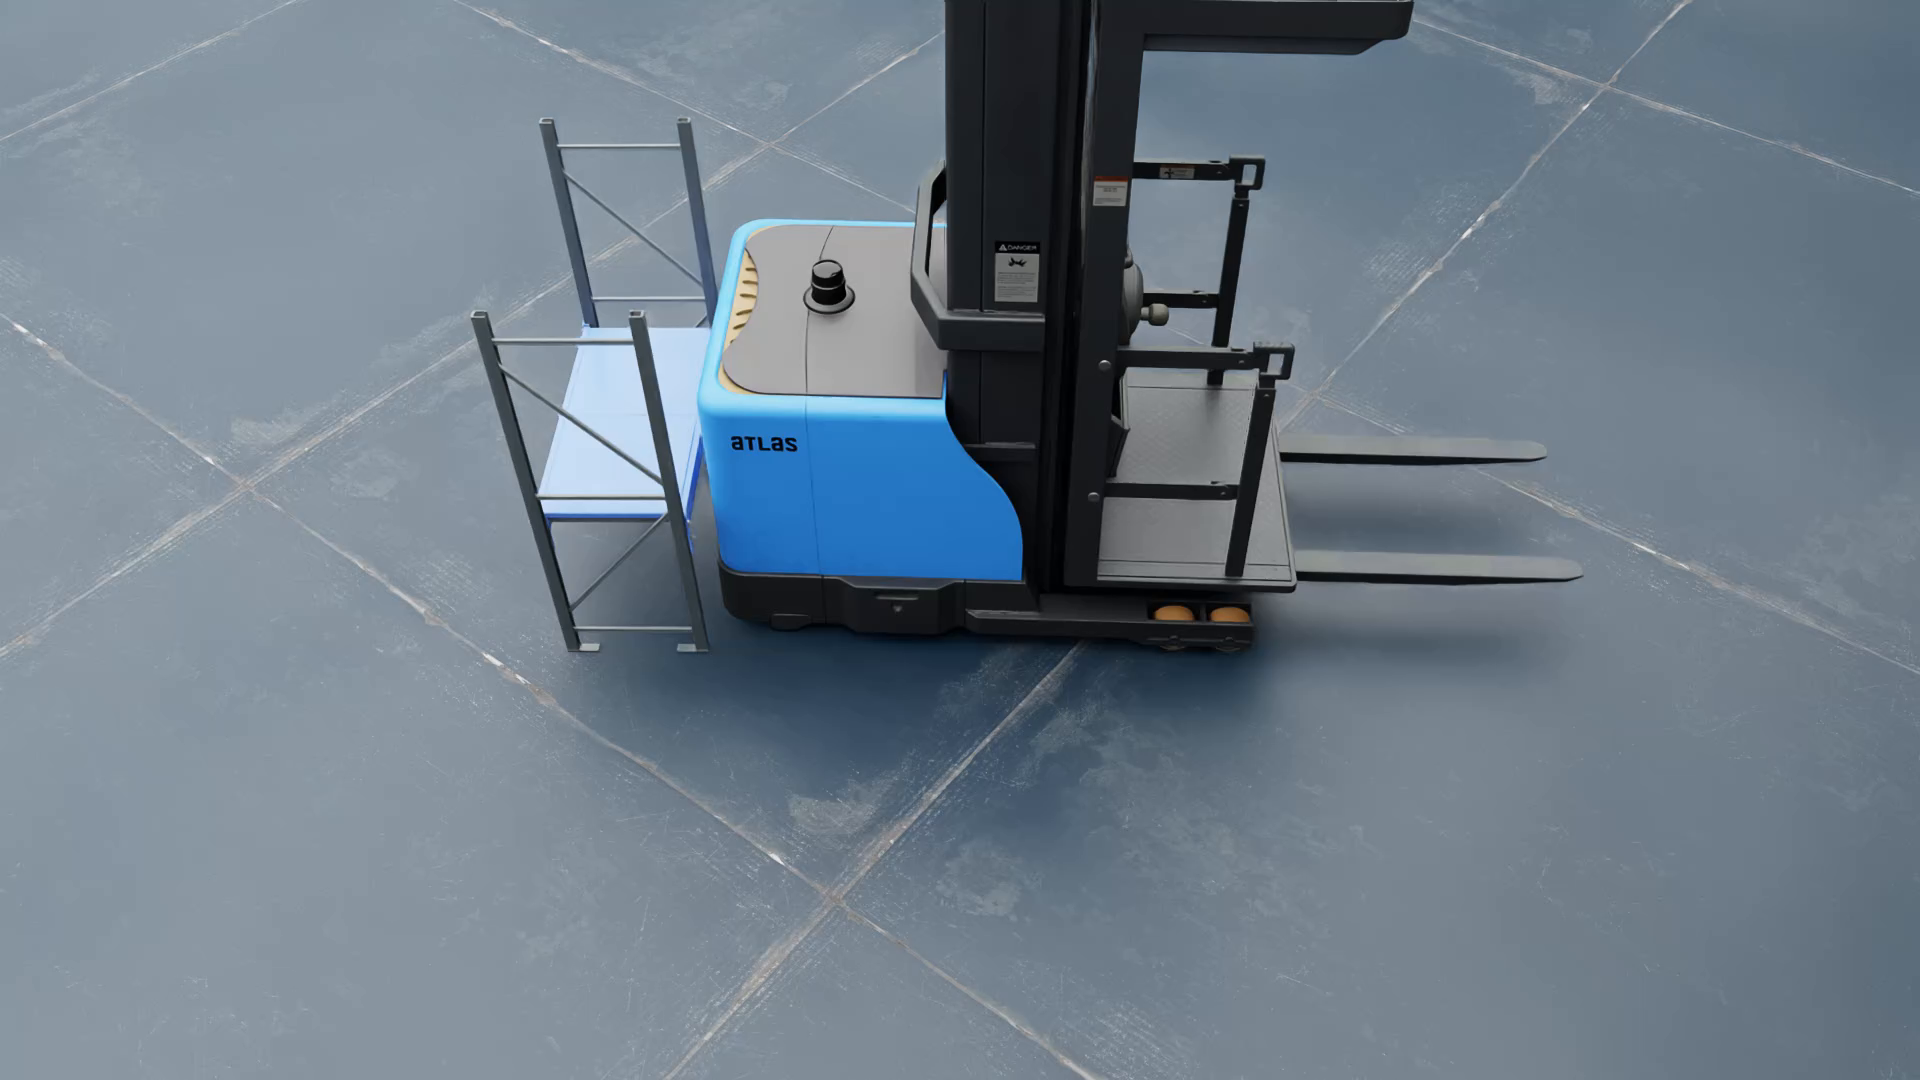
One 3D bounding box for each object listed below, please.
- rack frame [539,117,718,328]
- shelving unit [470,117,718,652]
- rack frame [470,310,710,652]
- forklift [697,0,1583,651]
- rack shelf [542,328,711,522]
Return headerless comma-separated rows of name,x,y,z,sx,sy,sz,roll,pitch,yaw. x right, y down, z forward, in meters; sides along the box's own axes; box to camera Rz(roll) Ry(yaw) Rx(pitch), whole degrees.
rack frame,-1.129,-0.869,6.038,0.500,1.500,0.032,0,46,1
shelving unit,-1.138,-0.502,5.687,0.500,1.500,1.048,0,46,1
rack frame,-1.148,-0.134,5.336,0.500,1.500,0.032,0,46,1
forklift,0.684,-1.015,5.193,3.031,2.935,1.130,2,46,2
rack shelf,-1.136,-0.411,5.781,0.459,0.062,0.952,0,46,1
